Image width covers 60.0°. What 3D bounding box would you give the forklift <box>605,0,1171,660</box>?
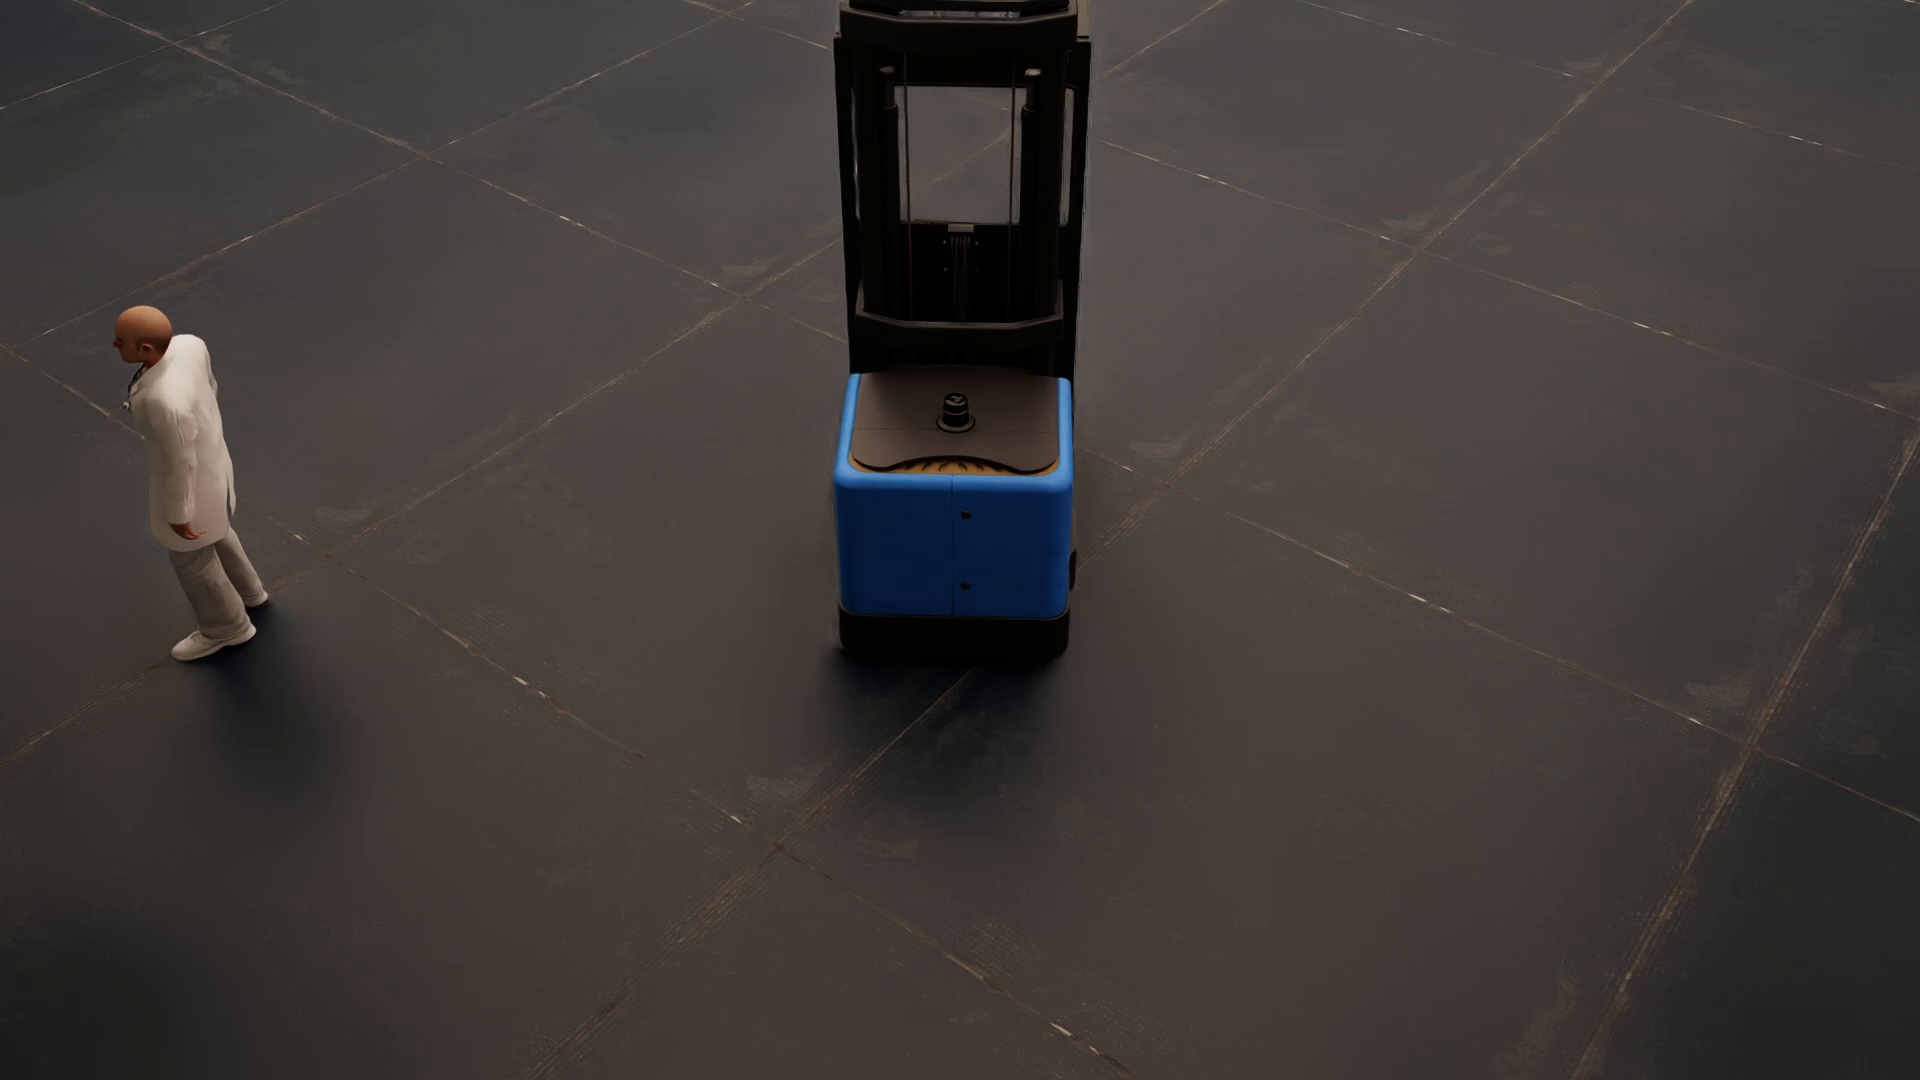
[{"bbox_3d":[-0.507,-1.349,7.656,3.031,2.935,1.130,26,47,27],"label":"forklift"}]

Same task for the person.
[{"bbox_3d":[-3.455,-0.267,7.267,0.581,1.776,0.694,-6,41,-7],"label":"person"}]
